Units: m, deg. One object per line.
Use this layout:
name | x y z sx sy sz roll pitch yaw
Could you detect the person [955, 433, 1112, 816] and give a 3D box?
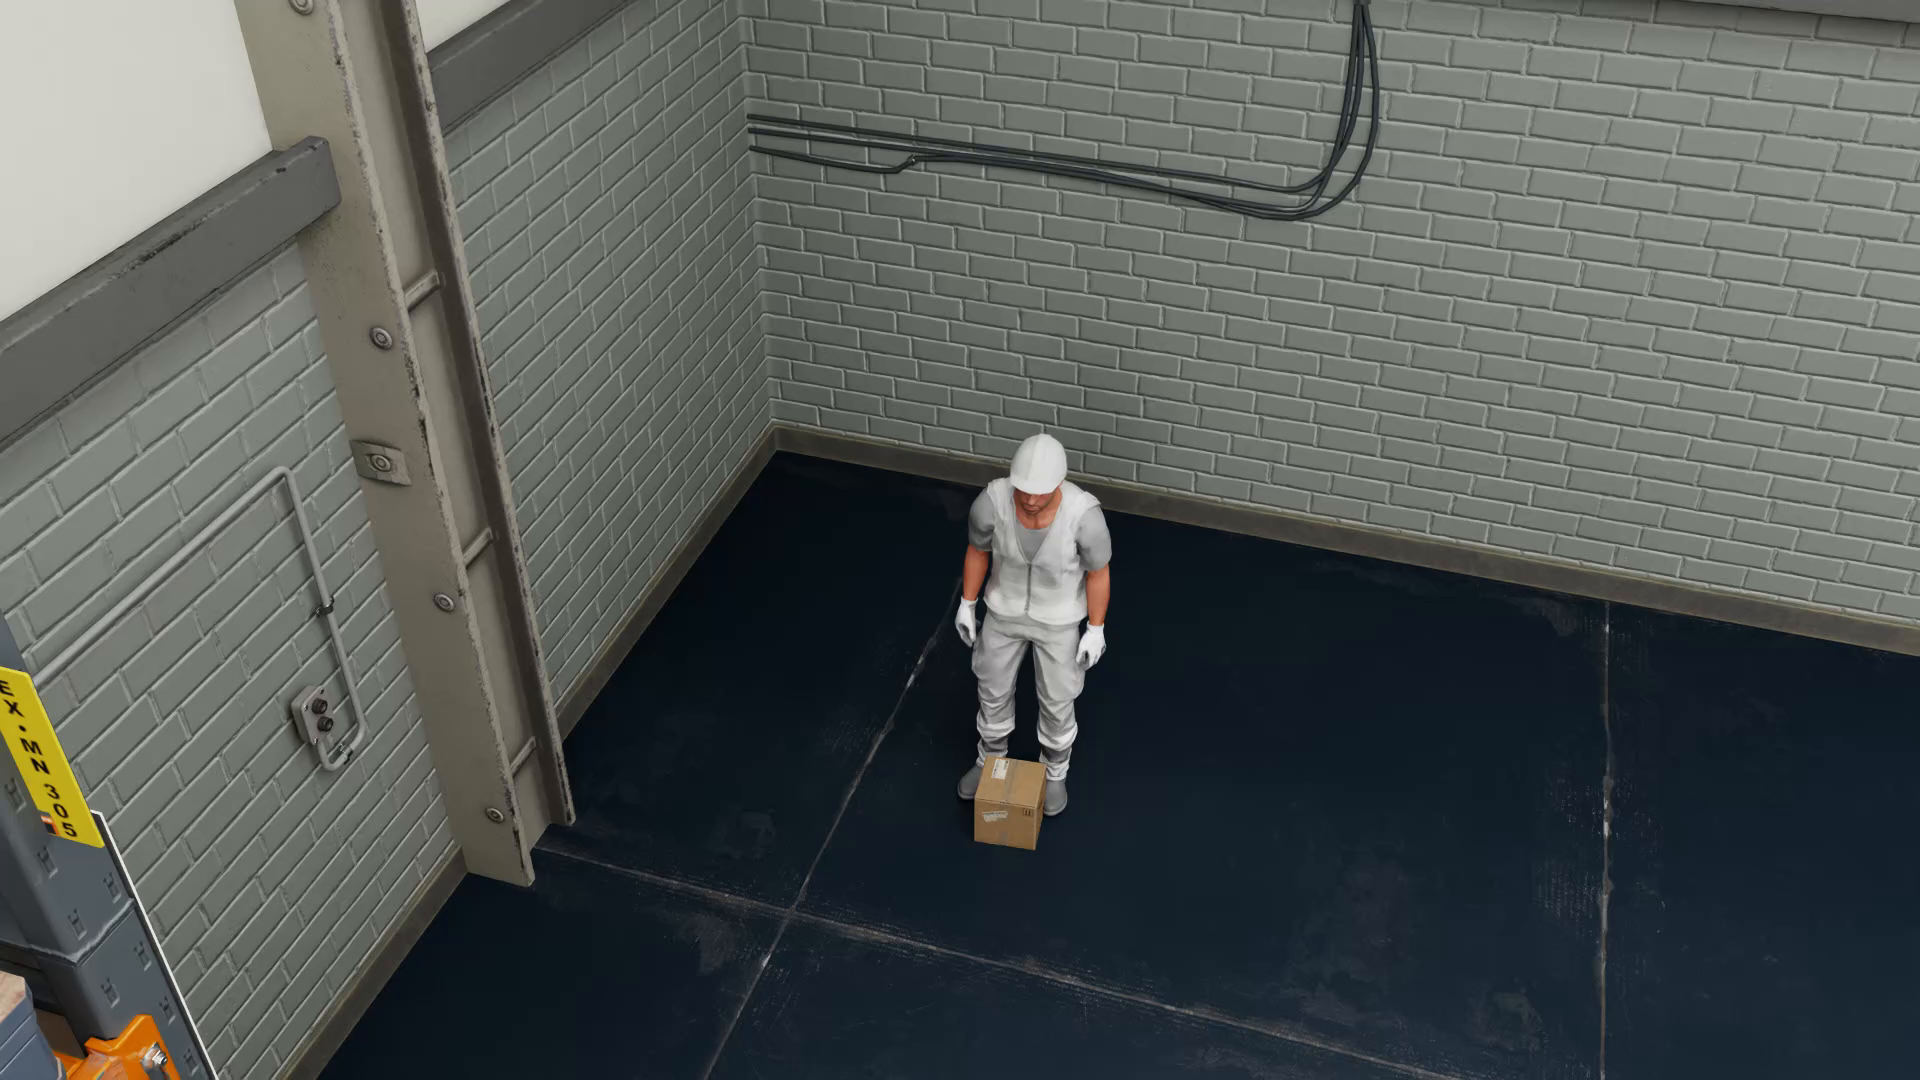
person | 0.274 0.317 6.454 0.603 1.778 0.451 10 38 13
